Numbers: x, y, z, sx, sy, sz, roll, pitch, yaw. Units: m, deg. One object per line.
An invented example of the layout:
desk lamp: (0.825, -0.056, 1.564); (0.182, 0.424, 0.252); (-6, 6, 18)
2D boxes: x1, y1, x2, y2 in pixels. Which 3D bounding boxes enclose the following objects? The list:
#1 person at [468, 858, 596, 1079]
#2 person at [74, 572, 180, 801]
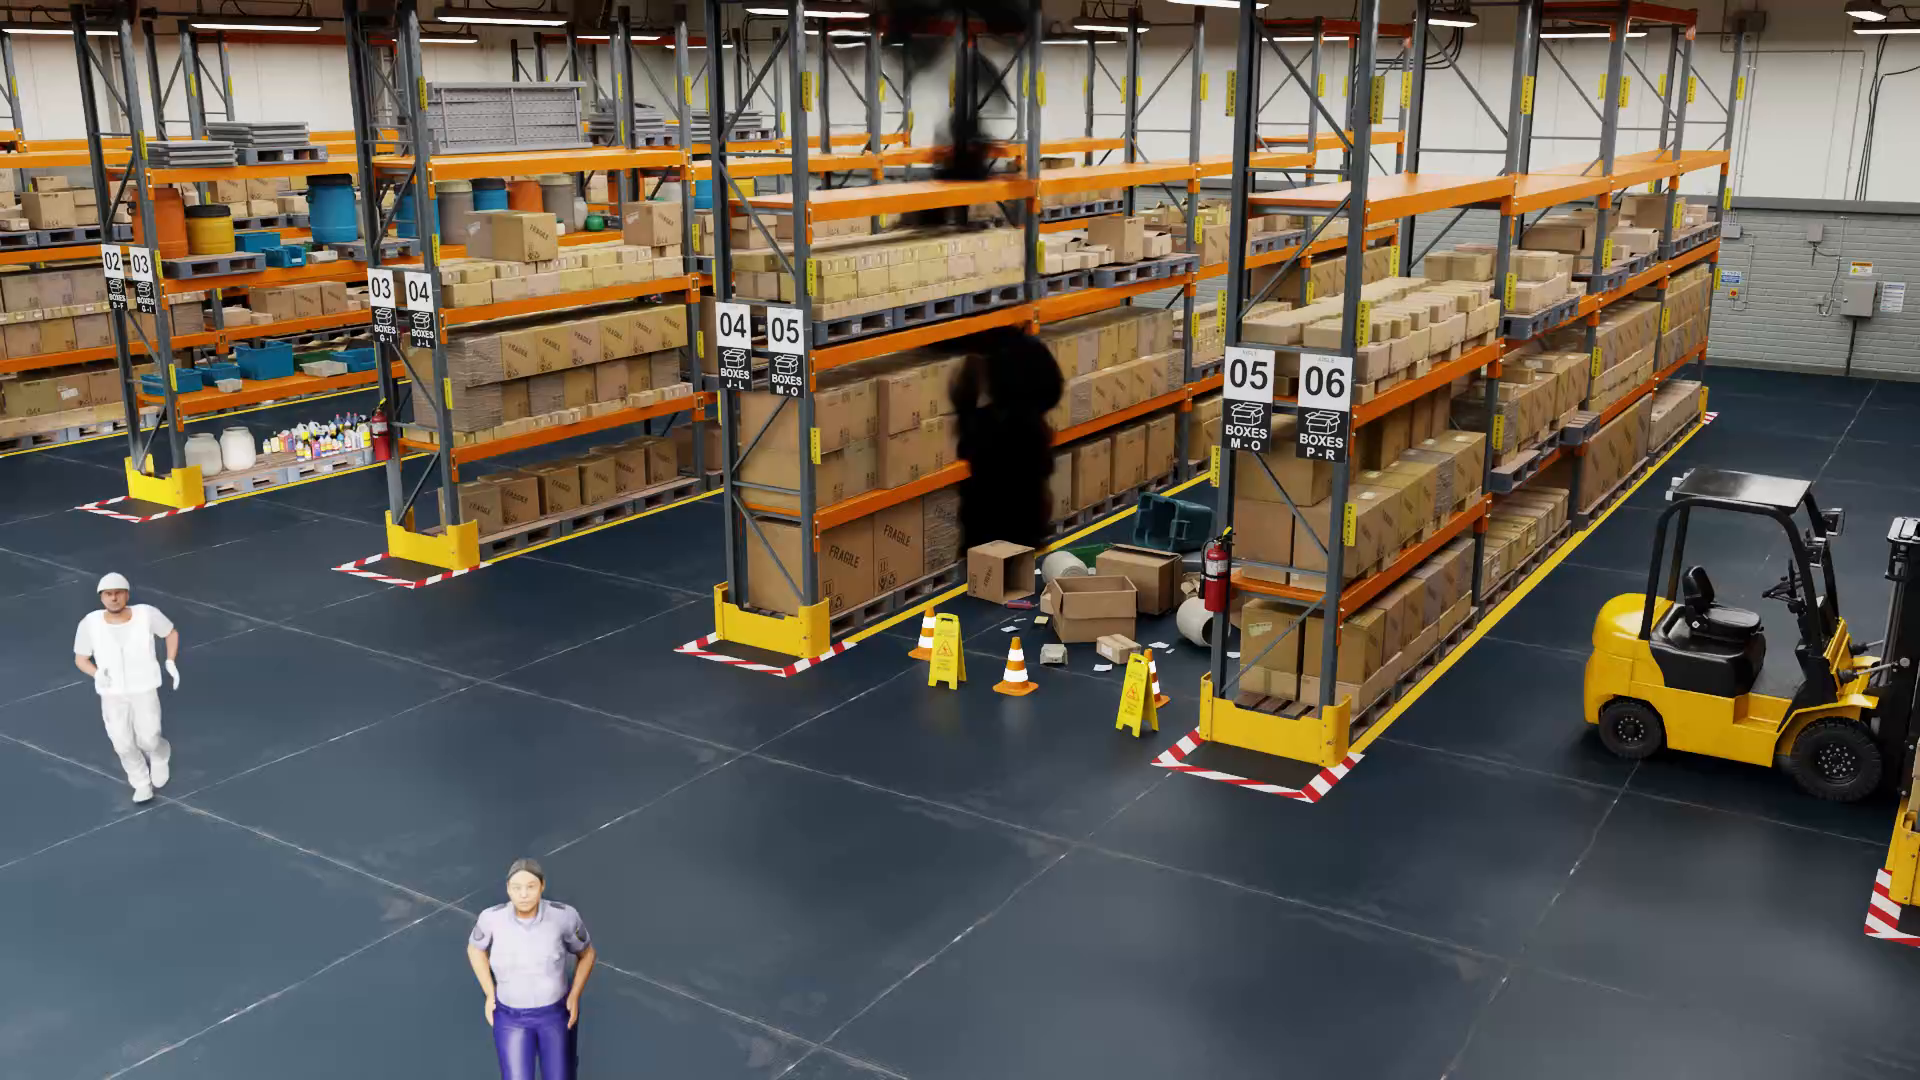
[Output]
person: (-2.060, 2.289, 8.057); (0.607, 1.624, 0.745); (-3, 16, -9)
person: (-6.002, 1.092, 12.025); (0.673, 1.739, 0.602); (-6, 17, -19)
